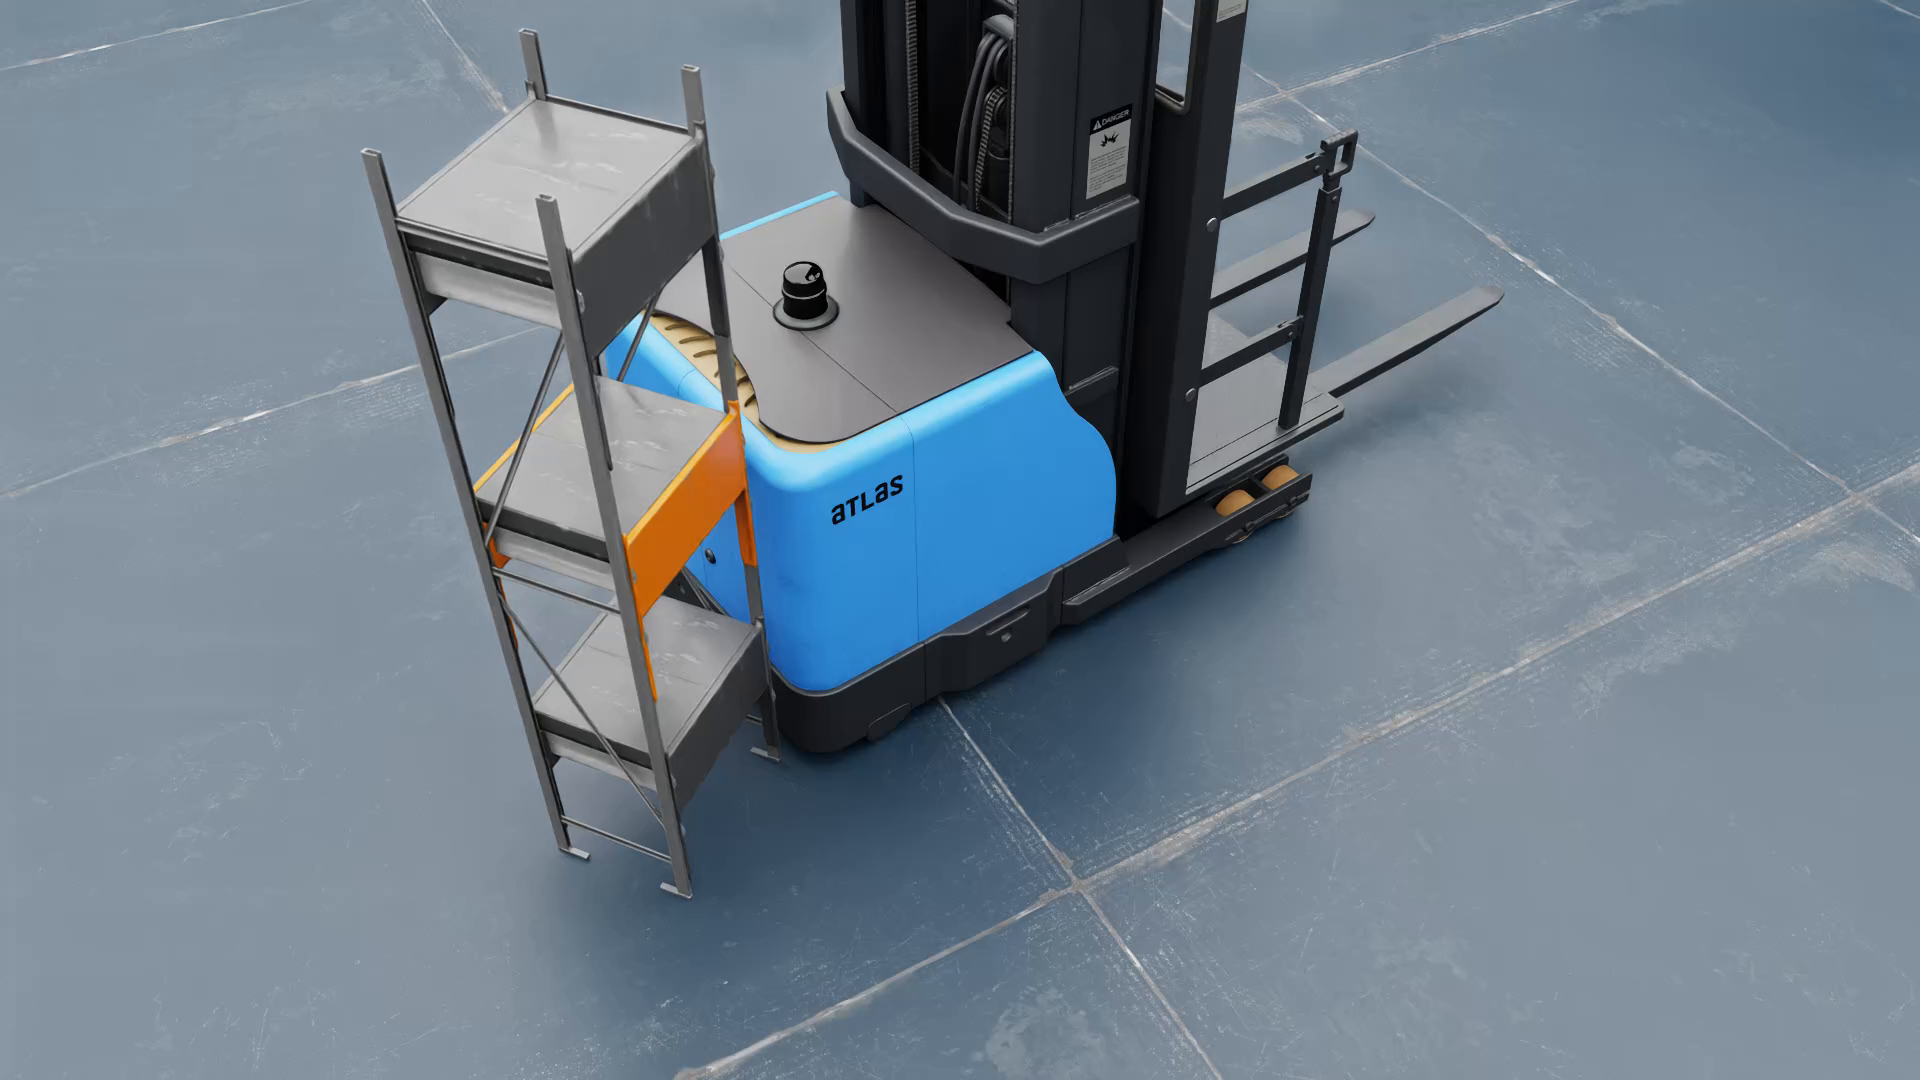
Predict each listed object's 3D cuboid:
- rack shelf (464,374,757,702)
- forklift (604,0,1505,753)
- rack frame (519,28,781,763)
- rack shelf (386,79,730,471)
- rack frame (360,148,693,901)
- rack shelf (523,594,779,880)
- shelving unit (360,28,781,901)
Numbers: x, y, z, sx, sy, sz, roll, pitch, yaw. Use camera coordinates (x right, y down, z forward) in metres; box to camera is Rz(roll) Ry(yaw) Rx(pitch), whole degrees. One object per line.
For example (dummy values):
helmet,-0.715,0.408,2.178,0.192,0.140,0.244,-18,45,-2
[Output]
rack shelf,-0.779,-0.029,3.791,0.431,0.518,0.480,17,47,17
forklift,0.498,-1.312,4.497,3.031,2.935,1.130,-28,50,-25
rack frame,-0.682,-0.195,3.942,0.400,2.100,0.015,17,47,17
rack shelf,-0.778,-0.531,3.304,0.431,0.518,0.480,17,47,17
rack frame,-0.876,0.117,3.621,0.400,2.100,0.015,17,47,17
rack shelf,-0.780,0.473,4.279,0.431,0.518,0.480,17,47,17
shelving unit,-0.779,-0.039,3.782,0.431,2.100,0.503,17,47,17
